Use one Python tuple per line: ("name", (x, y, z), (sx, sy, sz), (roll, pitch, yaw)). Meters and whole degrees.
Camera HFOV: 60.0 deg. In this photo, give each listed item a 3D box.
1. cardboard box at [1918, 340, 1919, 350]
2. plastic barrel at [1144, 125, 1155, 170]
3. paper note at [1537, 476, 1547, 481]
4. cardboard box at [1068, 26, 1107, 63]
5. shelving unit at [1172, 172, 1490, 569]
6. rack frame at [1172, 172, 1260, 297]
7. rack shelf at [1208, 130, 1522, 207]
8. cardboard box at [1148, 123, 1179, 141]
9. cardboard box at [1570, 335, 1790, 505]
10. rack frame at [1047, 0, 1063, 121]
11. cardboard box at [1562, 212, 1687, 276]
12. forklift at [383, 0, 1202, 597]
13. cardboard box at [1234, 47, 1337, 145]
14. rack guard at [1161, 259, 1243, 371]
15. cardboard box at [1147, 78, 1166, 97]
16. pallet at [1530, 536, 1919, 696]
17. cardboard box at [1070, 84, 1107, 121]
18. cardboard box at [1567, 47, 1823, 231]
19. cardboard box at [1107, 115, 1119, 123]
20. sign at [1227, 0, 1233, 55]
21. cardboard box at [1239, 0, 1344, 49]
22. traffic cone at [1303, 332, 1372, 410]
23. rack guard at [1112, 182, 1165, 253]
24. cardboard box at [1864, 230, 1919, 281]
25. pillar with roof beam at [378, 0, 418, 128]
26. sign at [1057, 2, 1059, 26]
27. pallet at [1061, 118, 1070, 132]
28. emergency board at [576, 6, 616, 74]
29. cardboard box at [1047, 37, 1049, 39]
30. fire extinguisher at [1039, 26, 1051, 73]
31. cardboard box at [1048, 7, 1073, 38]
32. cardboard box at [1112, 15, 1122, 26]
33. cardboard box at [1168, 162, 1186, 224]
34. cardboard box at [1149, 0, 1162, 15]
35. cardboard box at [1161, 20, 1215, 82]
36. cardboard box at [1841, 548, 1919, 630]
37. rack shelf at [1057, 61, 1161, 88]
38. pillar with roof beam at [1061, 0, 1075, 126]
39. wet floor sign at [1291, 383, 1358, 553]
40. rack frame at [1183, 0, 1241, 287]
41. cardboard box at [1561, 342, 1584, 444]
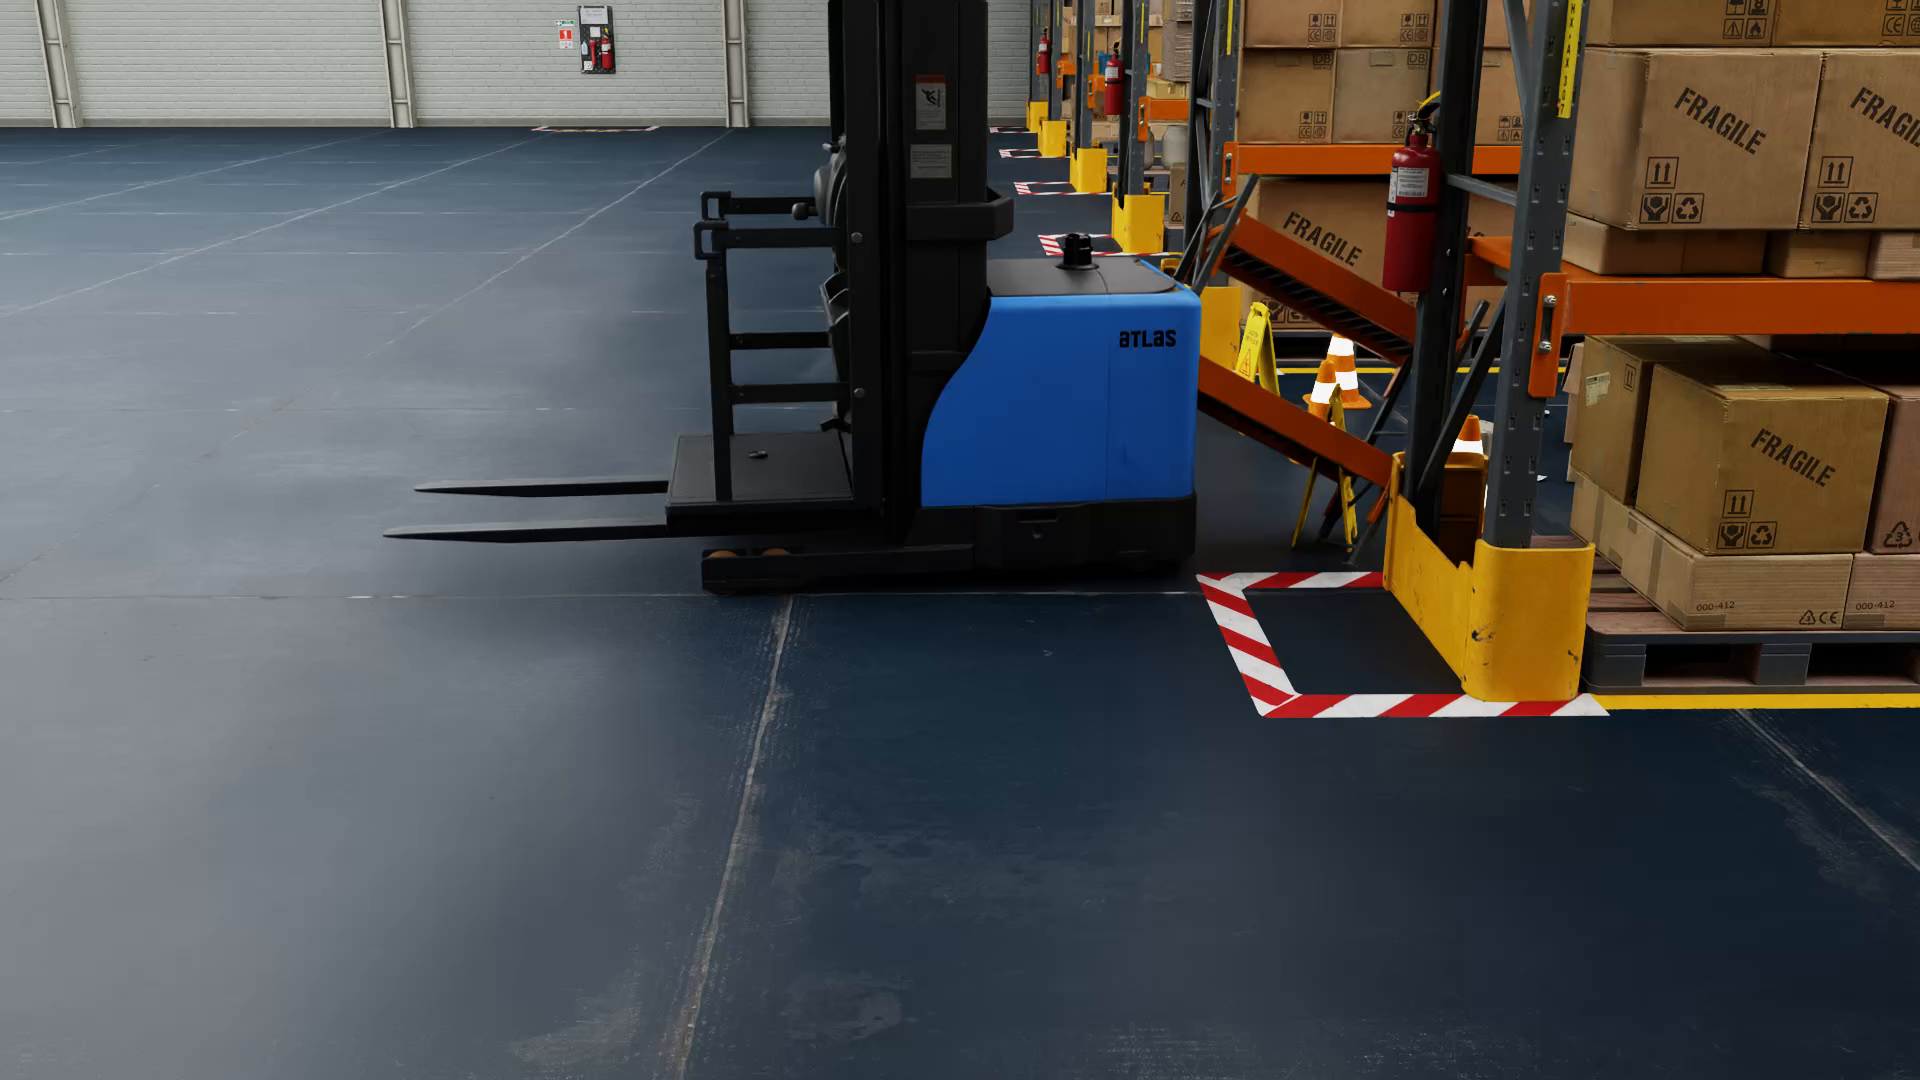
("cardboard box", (3.368, -0.764, 5.763), (0.250, 0.149, 0.380), (0, 18, 2))
("plastic barrel", (2.112, -4.682, 19.837), (0.421, 0.512, 0.421), (0, 18, 0))
("paper note", (2.604, -0.299, 7.650), (0.142, 0.019, 0.148), (-7, 19, -20))
("cardboard box", (1.848, -7.199, 24.134), (0.500, 0.500, 0.700), (0, 18, -1))
("shelving unit", (1.264, -0.642, 6.472), (1.048, 1.125, 0.538), (27, 0, -8))
("rack frame", (0.814, -0.867, 6.399), (0.032, 1.125, 0.500), (27, 0, -8))
("rack shelf", (3.511, -2.279, 10.139), (4.000, 0.370, 1.077), (0, 18, -1))
("cardboard box", (2.921, -5.984, 24.325), (0.500, 0.250, 0.500), (0, 18, -1))
("cardboard box", (2.487, -0.432, 5.789), (0.500, 0.500, 0.500), (0, 18, -1))
("rack frame", (1.381, -7.153, 24.154), (0.127, 3.000, 1.000), (0, 18, -1))
("cardboard box", (2.033, -0.919, 5.134), (0.250, 0.149, 0.380), (0, 18, -1))
("forklift", (-0.655, -1.358, 6.204), (3.031, 2.935, 1.130), (-2, 18, -7))
("cardboard box", (1.881, -2.699, 10.025), (0.550, 0.550, 0.875), (0, 18, -1))
("rack guard", (1.487, -1.421, 10.380), (0.348, 0.500, 1.175), (0, 18, -1))
("cardboard box", (1.815, -4.072, 14.962), (0.250, 0.149, 0.380), (0, 18, -1))
("pallet", (2.579, 0.234, 5.693), (1.213, 0.211, 1.003), (0, 18, -1))
("cardboard box", (1.913, -6.494, 24.687), (0.500, 0.500, 0.500), (0, 18, -1))
("cardboard box", (2.168, -1.207, 4.970), (0.500, 0.500, 0.500), (-1, 18, -2))
("cardboard box", (2.421, -6.338, 24.201), (0.500, 0.500, 0.500), (0, 18, -1))
("sign", (1.514, -2.892, 9.326), (0.005, 0.325, 0.100), (0, 18, -1))
("cardboard box", (1.883, -3.187, 9.780), (0.550, 0.550, 0.875), (0, 18, -1))
("traffic cone", (2.064, -0.973, 9.042), (0.334, 0.463, 0.336), (0, 18, -1))
("rack guard", (1.610, -2.937, 15.106), (0.348, 0.500, 1.175), (0, 18, -1))
("cardboard box", (2.806, -0.888, 5.038), (0.250, 0.149, 0.380), (0, 18, 0))
("pillar with roof beam", (-9.945, -10.417, 24.509), (0.400, 9.000, 9.100), (0, 18, -1))
("sign", (1.384, -7.433, 23.482), (0.005, 0.325, 0.100), (0, 18, -1))
("pallet", (2.188, -7.331, 29.276), (1.213, 0.211, 1.003), (0, 18, -1))
("emergency board", (-6.485, -8.904, 29.614), (0.643, 1.169, 0.194), (0, 18, -1))
("cardboard box", (1.764, -8.665, 29.082), (0.500, 0.250, 0.500), (0, 18, 0))
("fire extinguisher", (1.256, -7.257, 24.607), (0.183, 0.674, 0.296), (0, 18, -1))
("cardboard box", (1.781, -8.871, 28.497), (0.500, 0.500, 0.500), (0, 18, -1))
("cardboard box", (2.290, -7.448, 23.850), (0.250, 0.149, 0.380), (0, 18, -1))
("cardboard box", (2.158, -3.135, 15.034), (0.500, 0.500, 0.500), (3, 18, 9))
("cardboard box", (2.931, -7.824, 23.958), (0.500, 0.500, 0.700), (0, 18, -1))
("cardboard box", (2.084, -4.311, 14.644), (0.500, 0.500, 0.875), (0, 18, -1))
("cardboard box", (3.012, 0.089, 5.393), (0.500, 0.250, 0.500), (0, 18, 1))
("rack shelf", (3.381, -6.820, 24.294), (4.000, 0.370, 1.077), (0, 18, -1))
("pillar with roof beam", (2.053, -10.475, 24.690), (0.400, 9.000, 9.100), (0, 18, -1))
("wet floor sign", (1.483, -0.305, 6.663), (0.232, 0.644, 0.267), (6, 19, 18))
("rack frame", (1.511, -2.612, 9.999), (0.127, 3.000, 1.000), (0, 18, -1))
("cardboard box", (3.407, -0.693, 8.106), (0.637, 0.503, 0.797), (-15, 23, -39))
